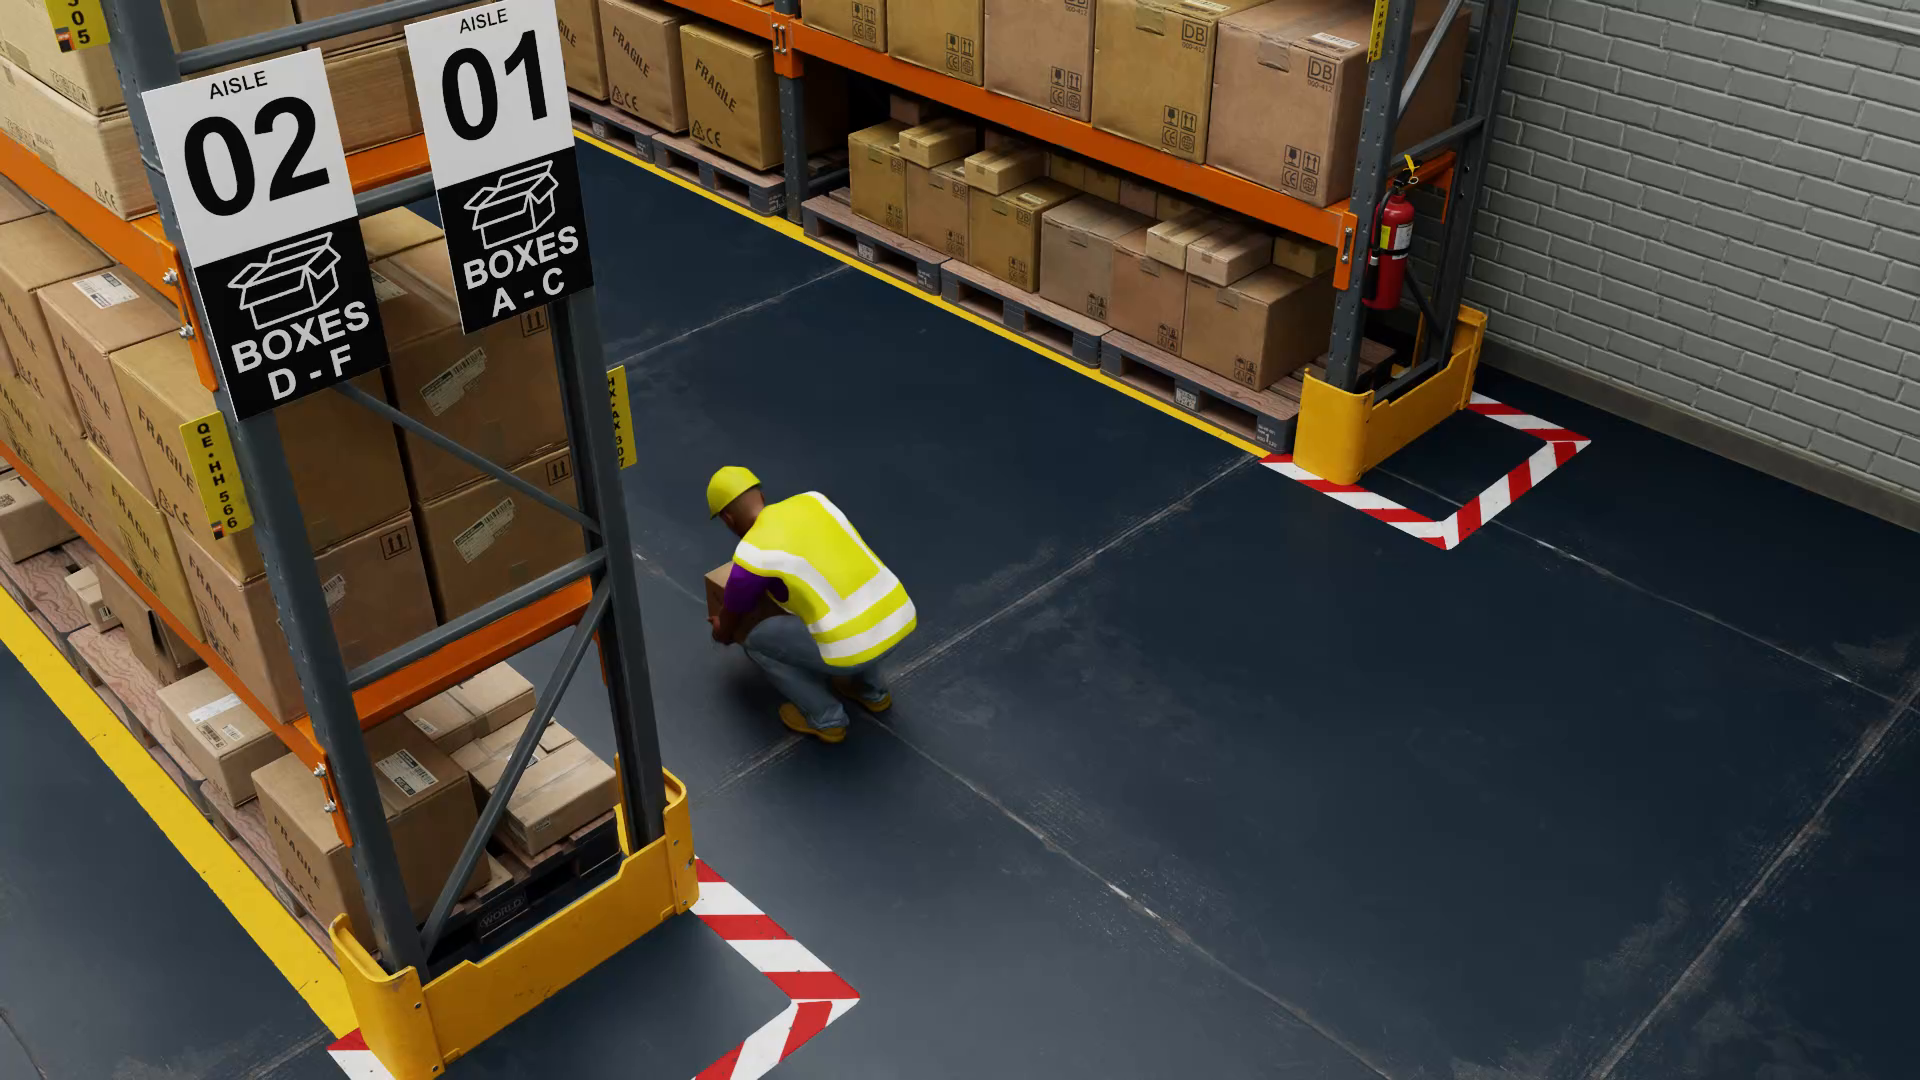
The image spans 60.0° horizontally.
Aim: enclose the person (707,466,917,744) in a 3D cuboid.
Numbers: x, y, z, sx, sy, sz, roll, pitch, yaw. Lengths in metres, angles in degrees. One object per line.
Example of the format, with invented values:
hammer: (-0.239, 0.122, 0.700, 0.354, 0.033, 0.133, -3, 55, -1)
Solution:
person: (-0.623, 0.237, 6.452, 0.912, 1.011, 0.542, 25, 42, 31)
